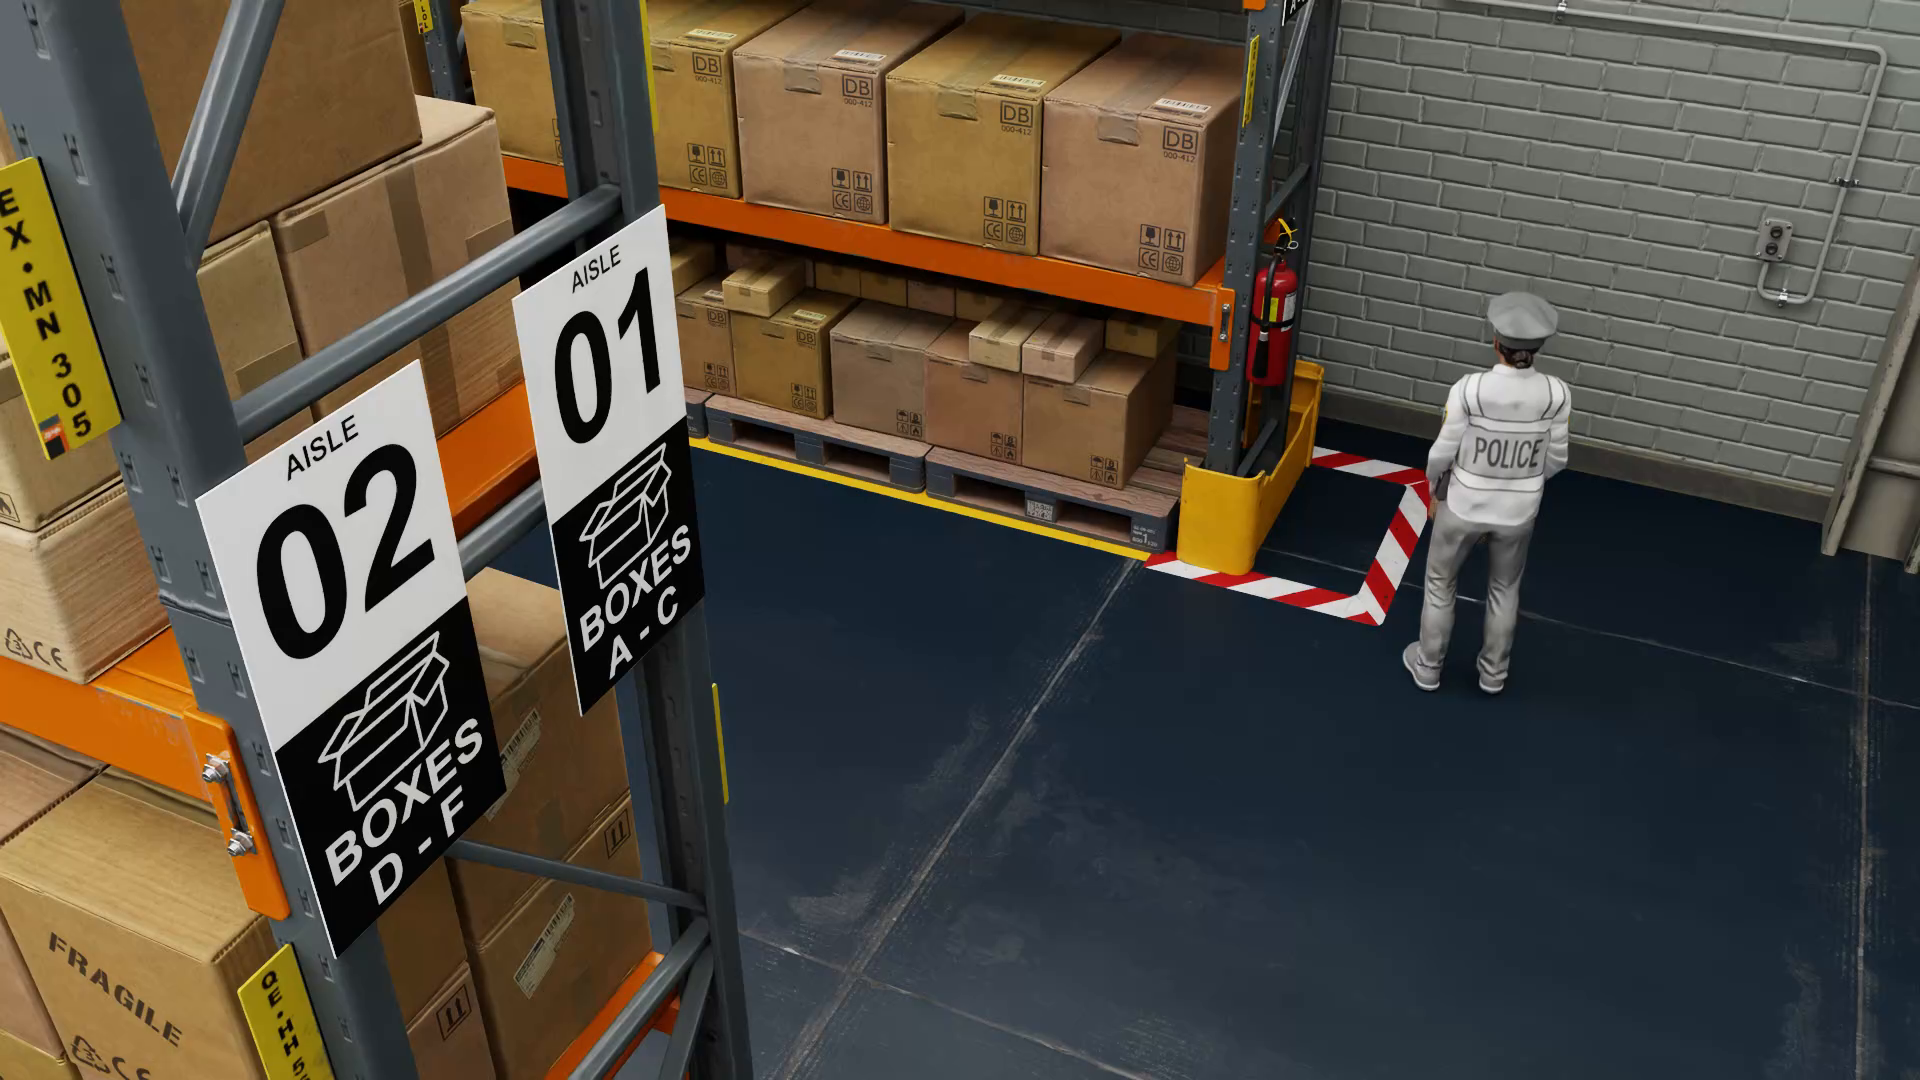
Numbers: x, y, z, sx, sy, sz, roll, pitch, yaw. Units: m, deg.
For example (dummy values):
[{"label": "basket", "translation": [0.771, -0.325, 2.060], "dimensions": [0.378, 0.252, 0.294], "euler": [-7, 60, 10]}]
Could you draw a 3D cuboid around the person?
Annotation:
[{"label": "person", "translation": [2.003, -0.143, 6.336], "dimensions": [0.502, 1.680, 0.384], "euler": [3, 34, 5]}]
